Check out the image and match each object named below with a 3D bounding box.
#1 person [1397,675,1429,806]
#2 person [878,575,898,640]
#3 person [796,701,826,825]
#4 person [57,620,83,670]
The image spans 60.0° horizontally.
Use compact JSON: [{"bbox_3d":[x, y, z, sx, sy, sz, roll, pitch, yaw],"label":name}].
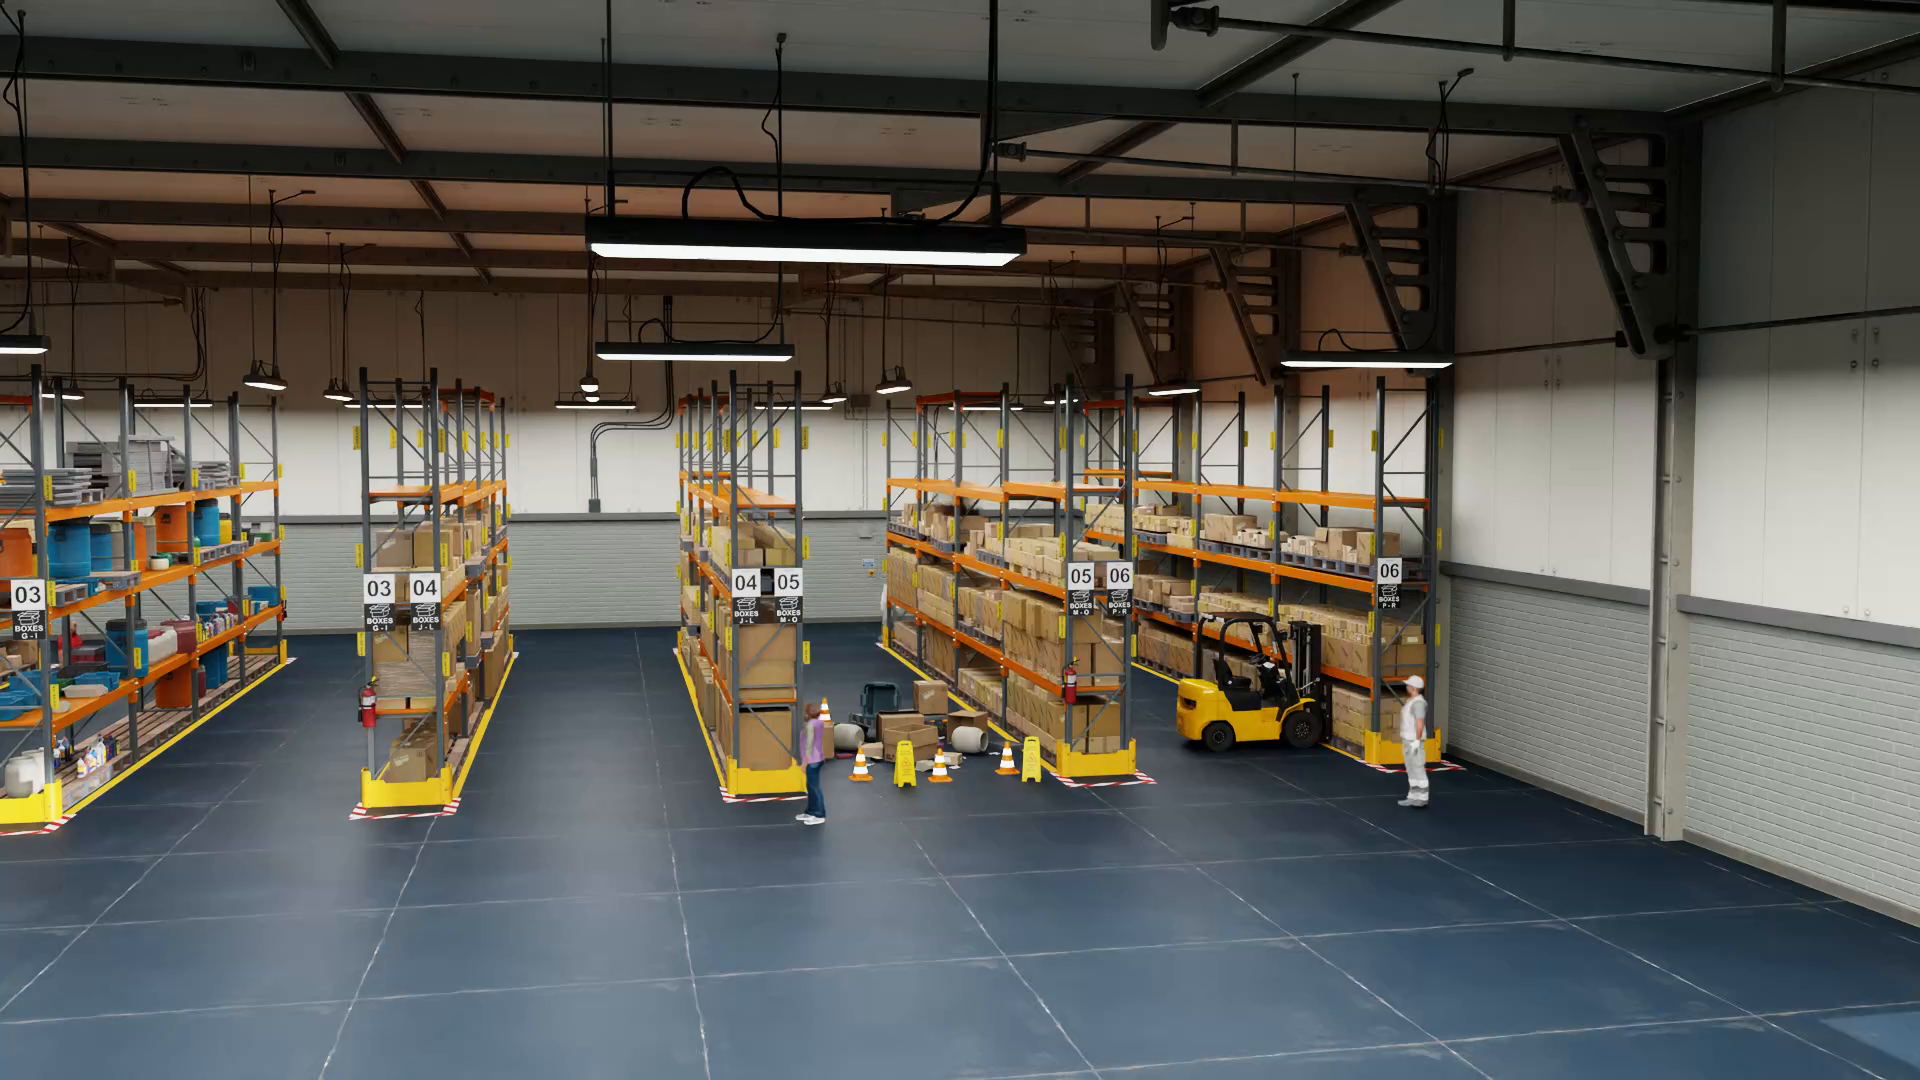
[{"bbox_3d":[6.222,2.756,22.734,0.397,1.811,0.619,-1,3,-10],"label":"person"},{"bbox_3d":[-1.780,1.659,41.956,0.549,1.680,0.740,1,4,22],"label":"person"},{"bbox_3d":[-1.974,2.907,21.728,0.461,1.612,0.483,0,3,7],"label":"person"},{"bbox_3d":[-16.346,2.323,30.597,0.458,1.724,0.579,2,4,28],"label":"person"}]
